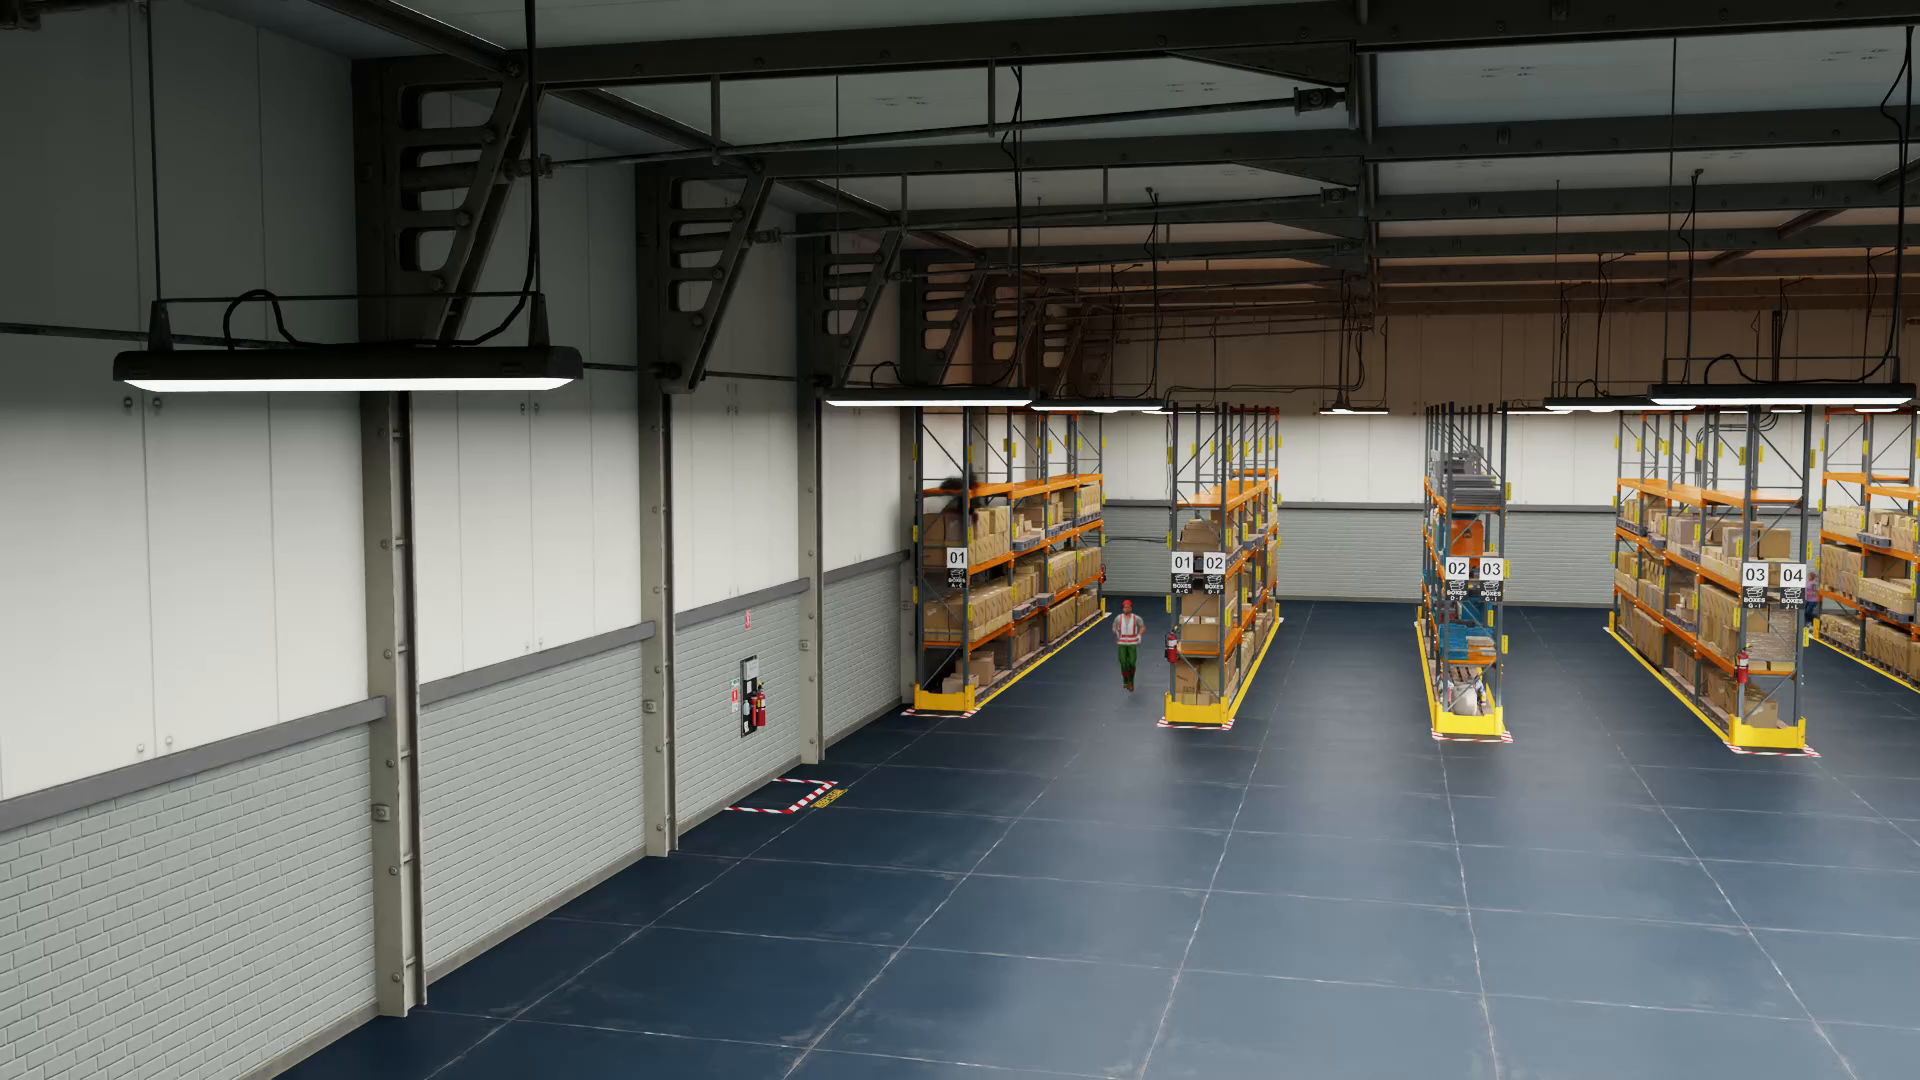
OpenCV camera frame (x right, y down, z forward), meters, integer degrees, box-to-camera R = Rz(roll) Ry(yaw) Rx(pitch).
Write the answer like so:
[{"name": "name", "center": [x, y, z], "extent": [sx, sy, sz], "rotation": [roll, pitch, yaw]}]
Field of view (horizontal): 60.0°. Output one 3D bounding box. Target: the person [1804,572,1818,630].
[{"name": "person", "center": [22.777, 1.632, 44.661], "extent": [0.575, 1.560, 0.528], "rotation": [-1, 4, -15]}]

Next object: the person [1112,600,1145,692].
[{"name": "person", "center": [3.343, 2.125, 33.177], "extent": [0.636, 1.828, 0.629], "rotation": [1, 4, 12]}]
